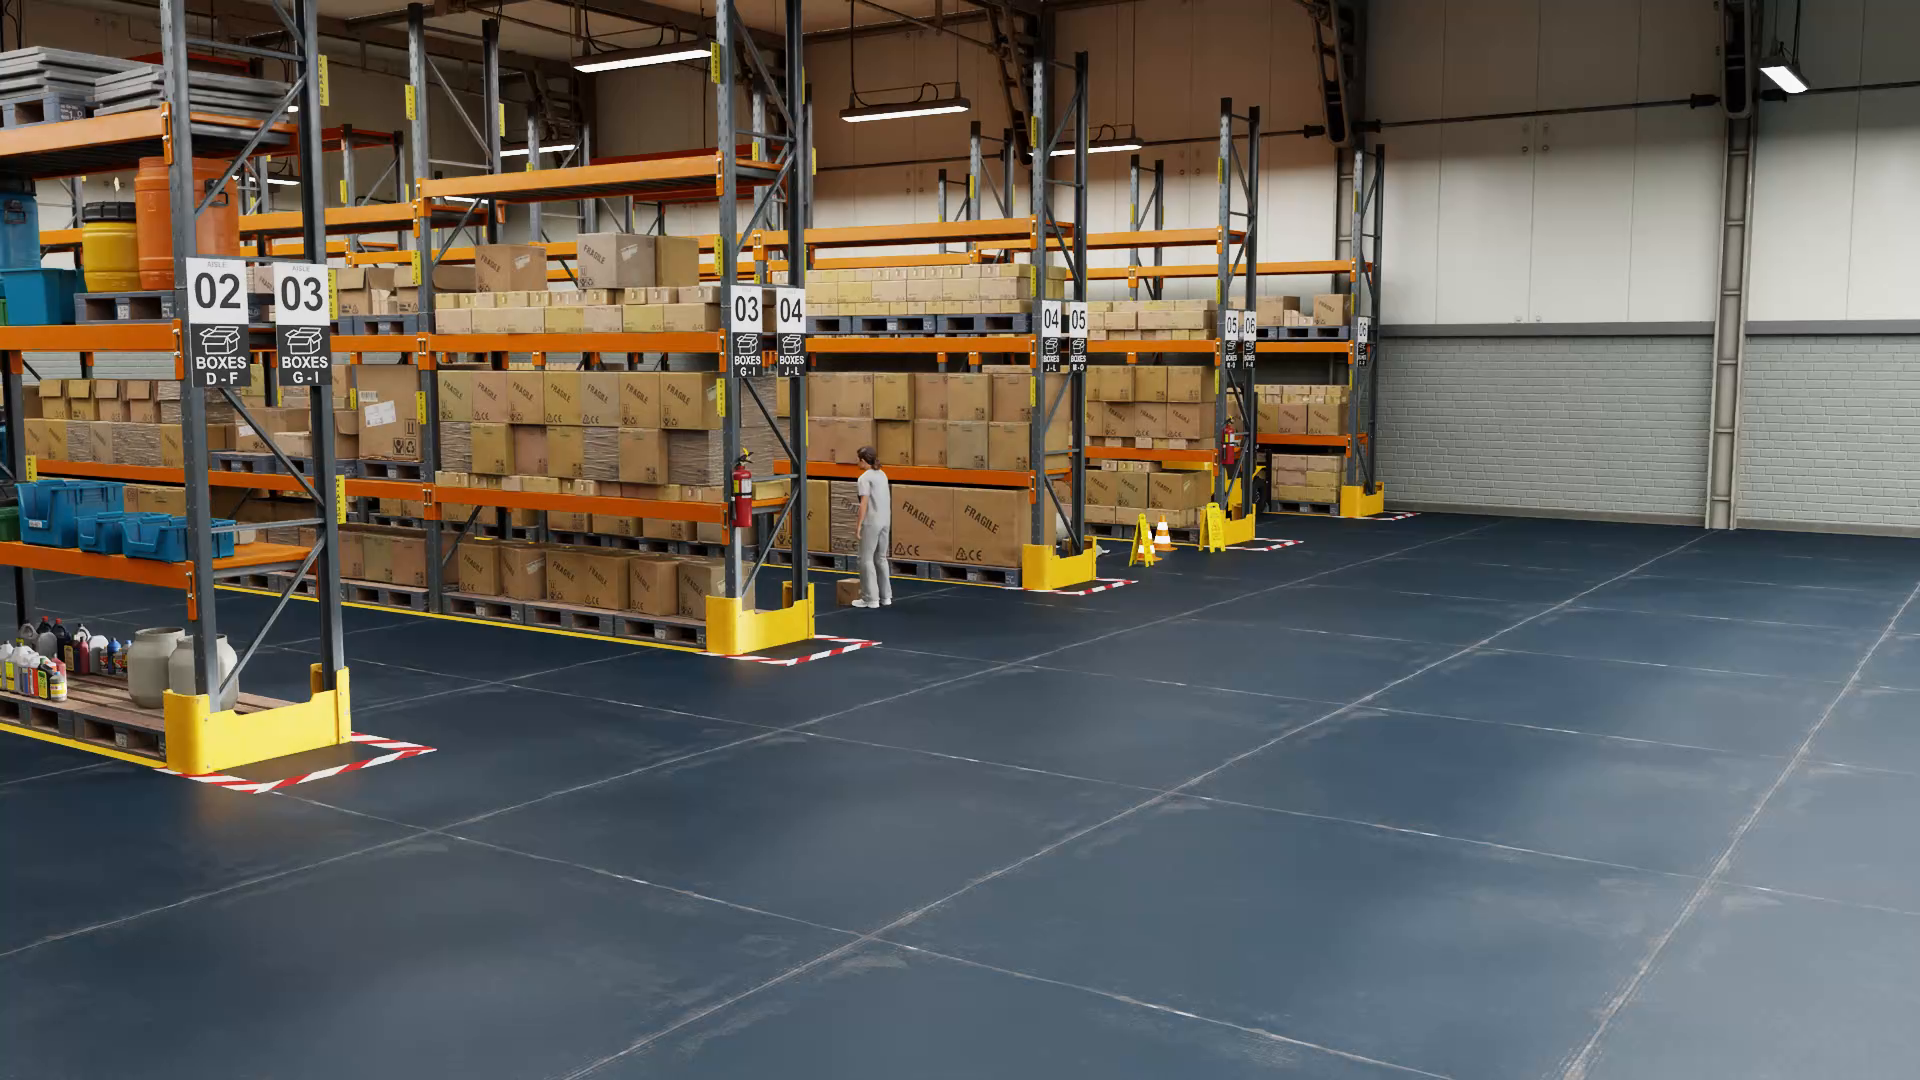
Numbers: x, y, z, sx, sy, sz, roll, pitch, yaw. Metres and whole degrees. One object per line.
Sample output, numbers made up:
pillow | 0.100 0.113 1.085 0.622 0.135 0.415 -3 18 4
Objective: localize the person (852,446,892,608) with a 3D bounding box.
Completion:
person | -0.908 -0.144 17.254 0.353 1.673 0.493 4 8 33
